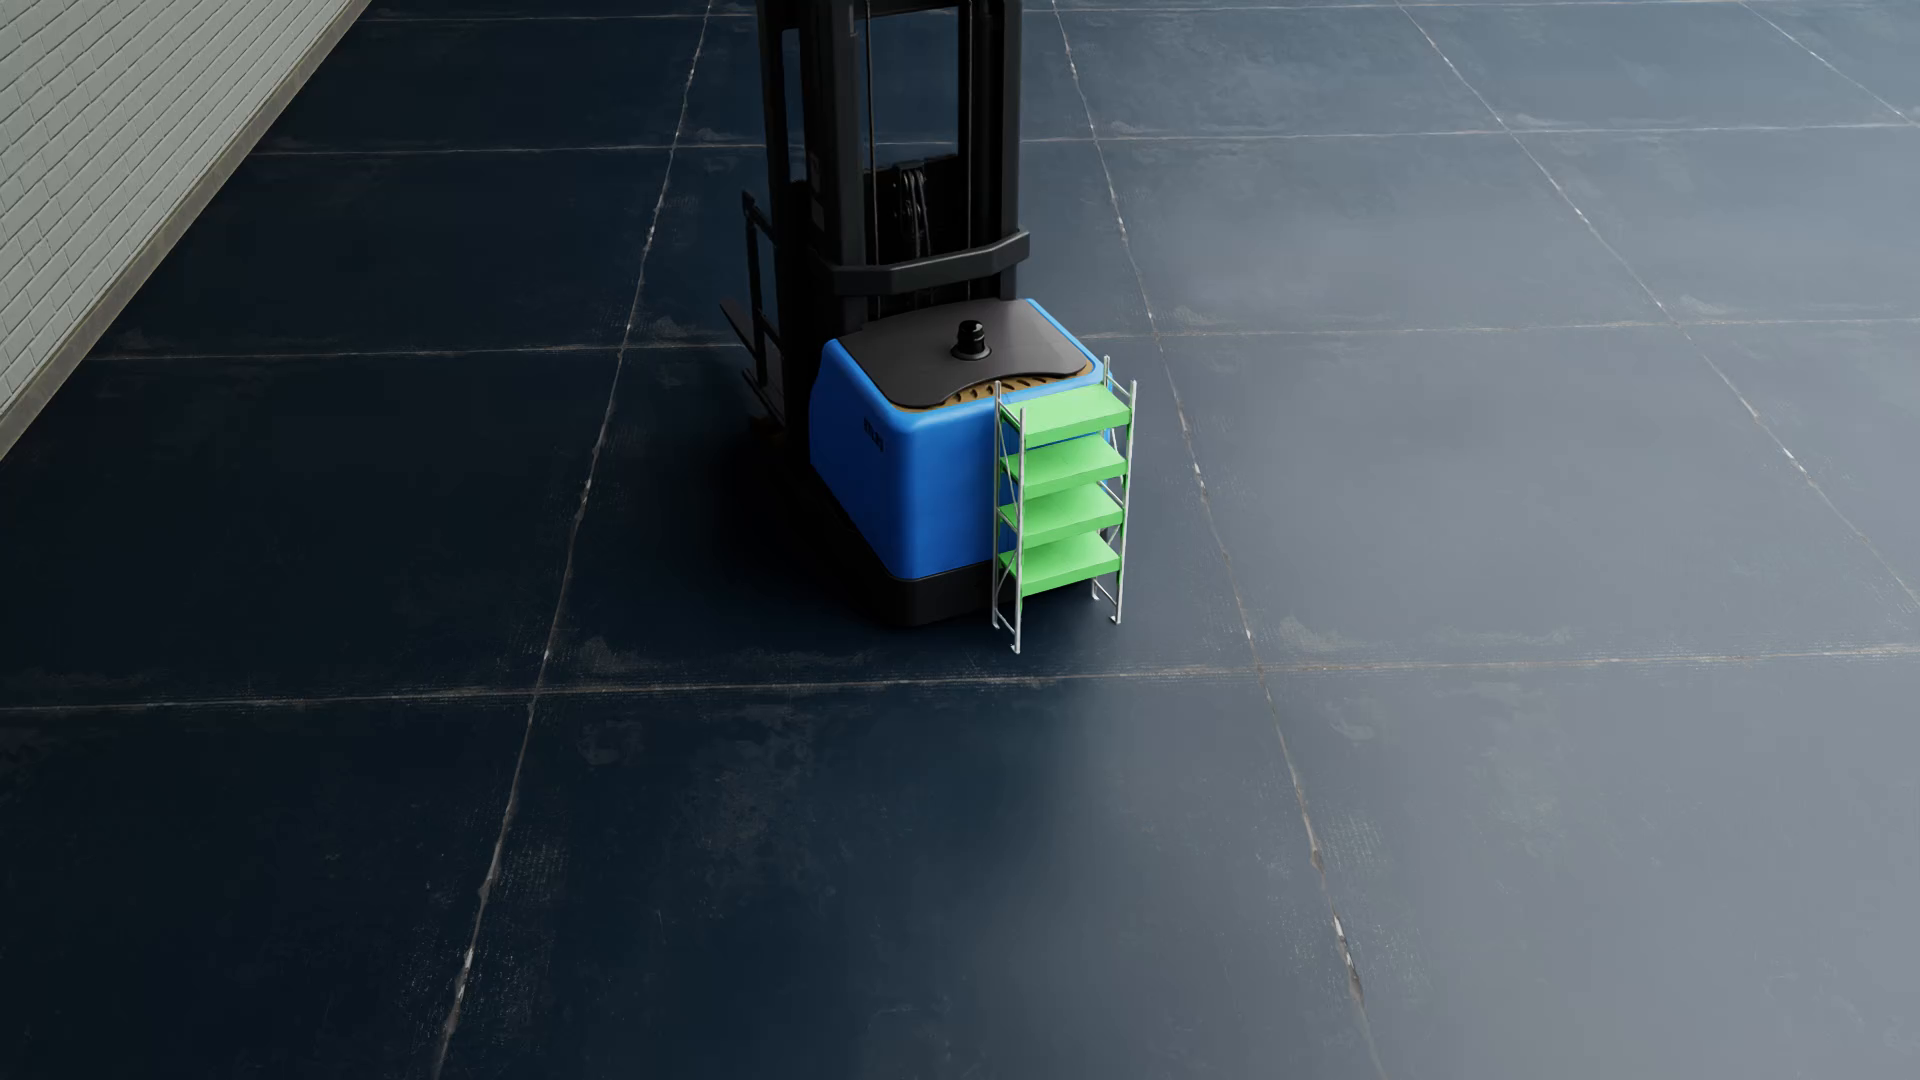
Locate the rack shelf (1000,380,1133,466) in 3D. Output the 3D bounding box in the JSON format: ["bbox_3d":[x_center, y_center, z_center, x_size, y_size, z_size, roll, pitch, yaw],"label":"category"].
[{"bbox_3d":[0.416,-0.472,6.646,0.480,0.148,0.258,-15,37,-20],"label":"rack shelf"}]

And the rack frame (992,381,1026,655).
[{"bbox_3d":[0.195,-0.071,6.799,0.015,1.200,0.240,-15,37,-20],"label":"rack frame"}]

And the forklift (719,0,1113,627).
[{"bbox_3d":[-0.416,-1.663,7.578,1.130,2.935,3.031,-14,37,-20],"label":"forklift"}]

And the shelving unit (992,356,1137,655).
[{"bbox_3d":[0.416,-0.130,6.883,0.503,1.200,0.258,-15,37,-20],"label":"shelving unit"}]

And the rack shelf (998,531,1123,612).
[{"bbox_3d":[0.416,0.120,7.056,0.480,0.148,0.258,-15,37,-20],"label":"rack shelf"}]

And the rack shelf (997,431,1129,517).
[{"bbox_3d":[0.416,-0.275,6.783,0.480,0.148,0.258,-15,37,-20],"label":"rack shelf"}]

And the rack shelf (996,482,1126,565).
[{"bbox_3d":[0.416,-0.077,6.920,0.480,0.148,0.258,-15,37,-20],"label":"rack shelf"}]

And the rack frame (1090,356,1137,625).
[{"bbox_3d":[0.638,-0.188,6.968,0.015,1.200,0.240,-15,37,-20],"label":"rack frame"}]
